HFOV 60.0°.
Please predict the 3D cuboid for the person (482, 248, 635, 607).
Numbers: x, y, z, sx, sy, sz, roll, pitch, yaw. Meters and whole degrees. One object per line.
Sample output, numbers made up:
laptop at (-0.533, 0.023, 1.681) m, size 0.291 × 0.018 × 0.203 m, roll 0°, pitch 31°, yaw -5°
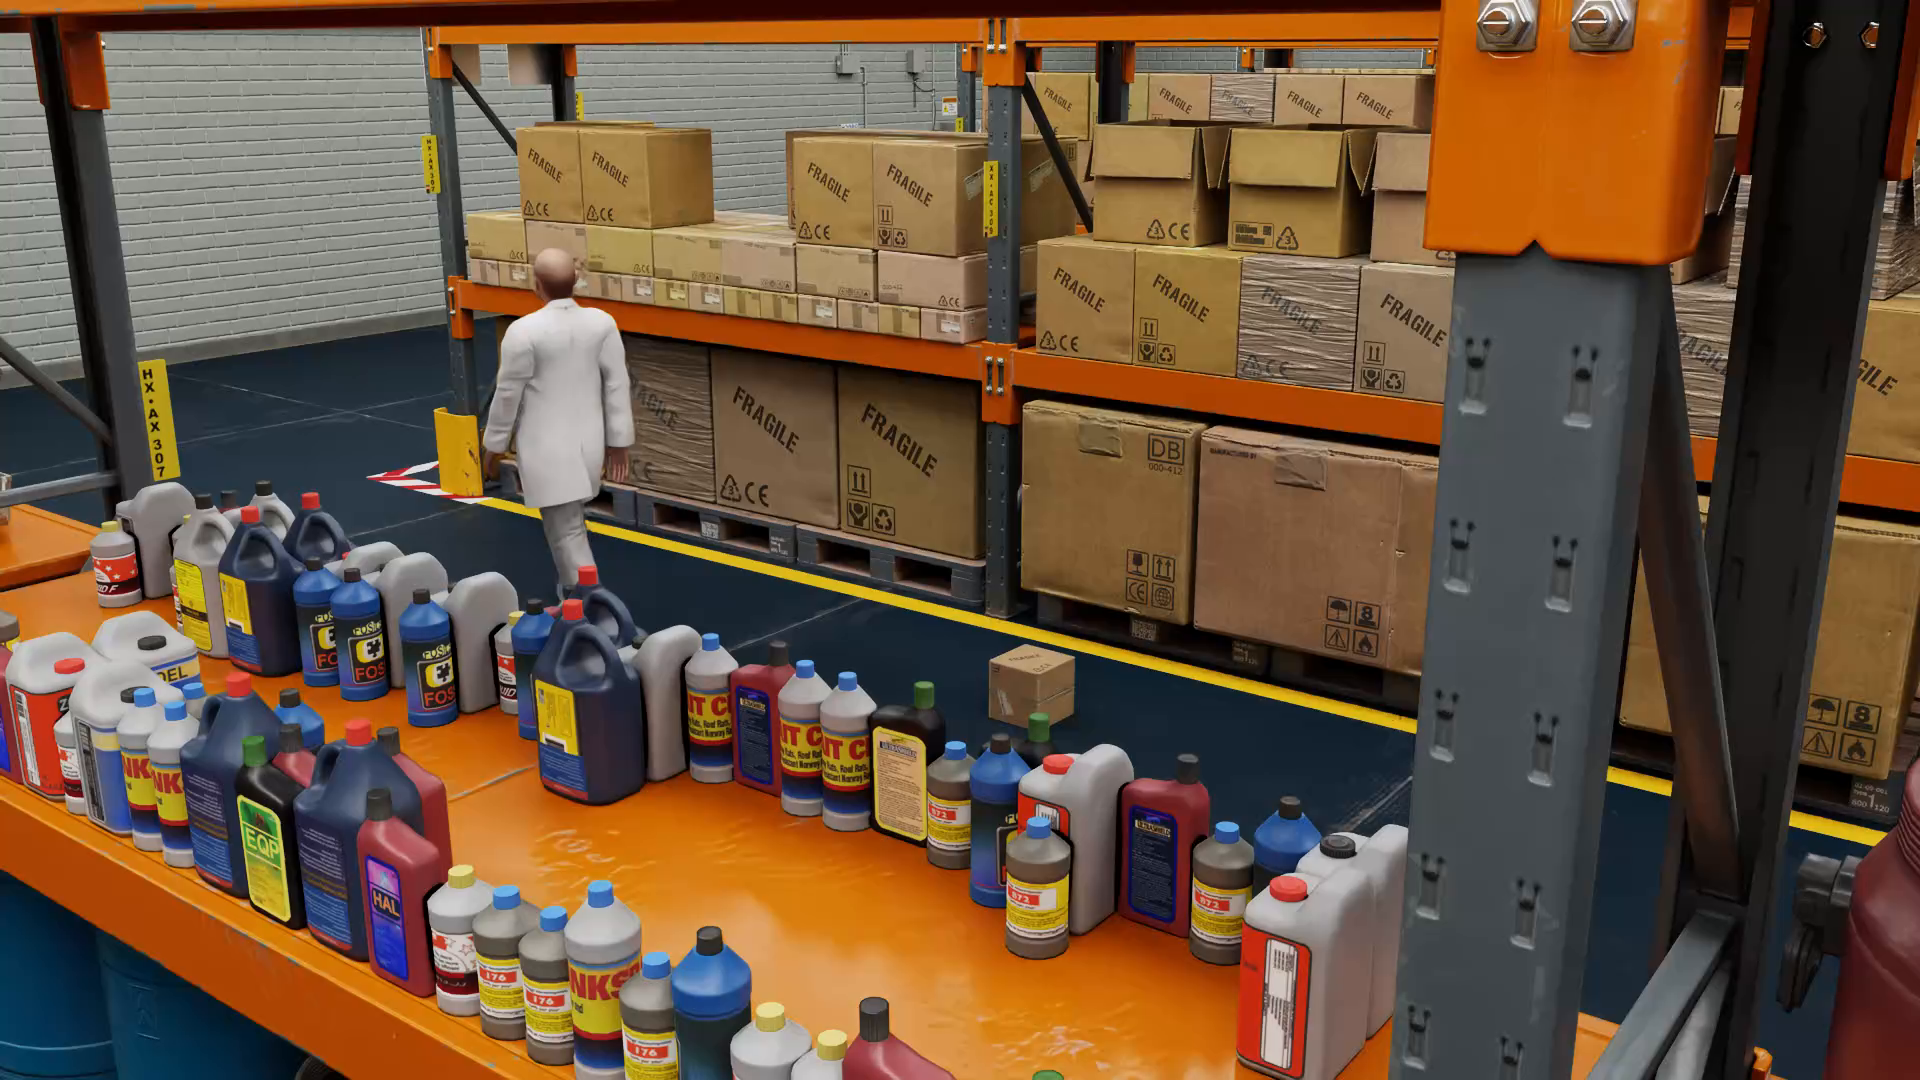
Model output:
person at (-1.800, -0.378, 7.393) m, size 0.719 × 1.832 × 0.584 m, roll 14°, pitch 21°, yaw 40°
